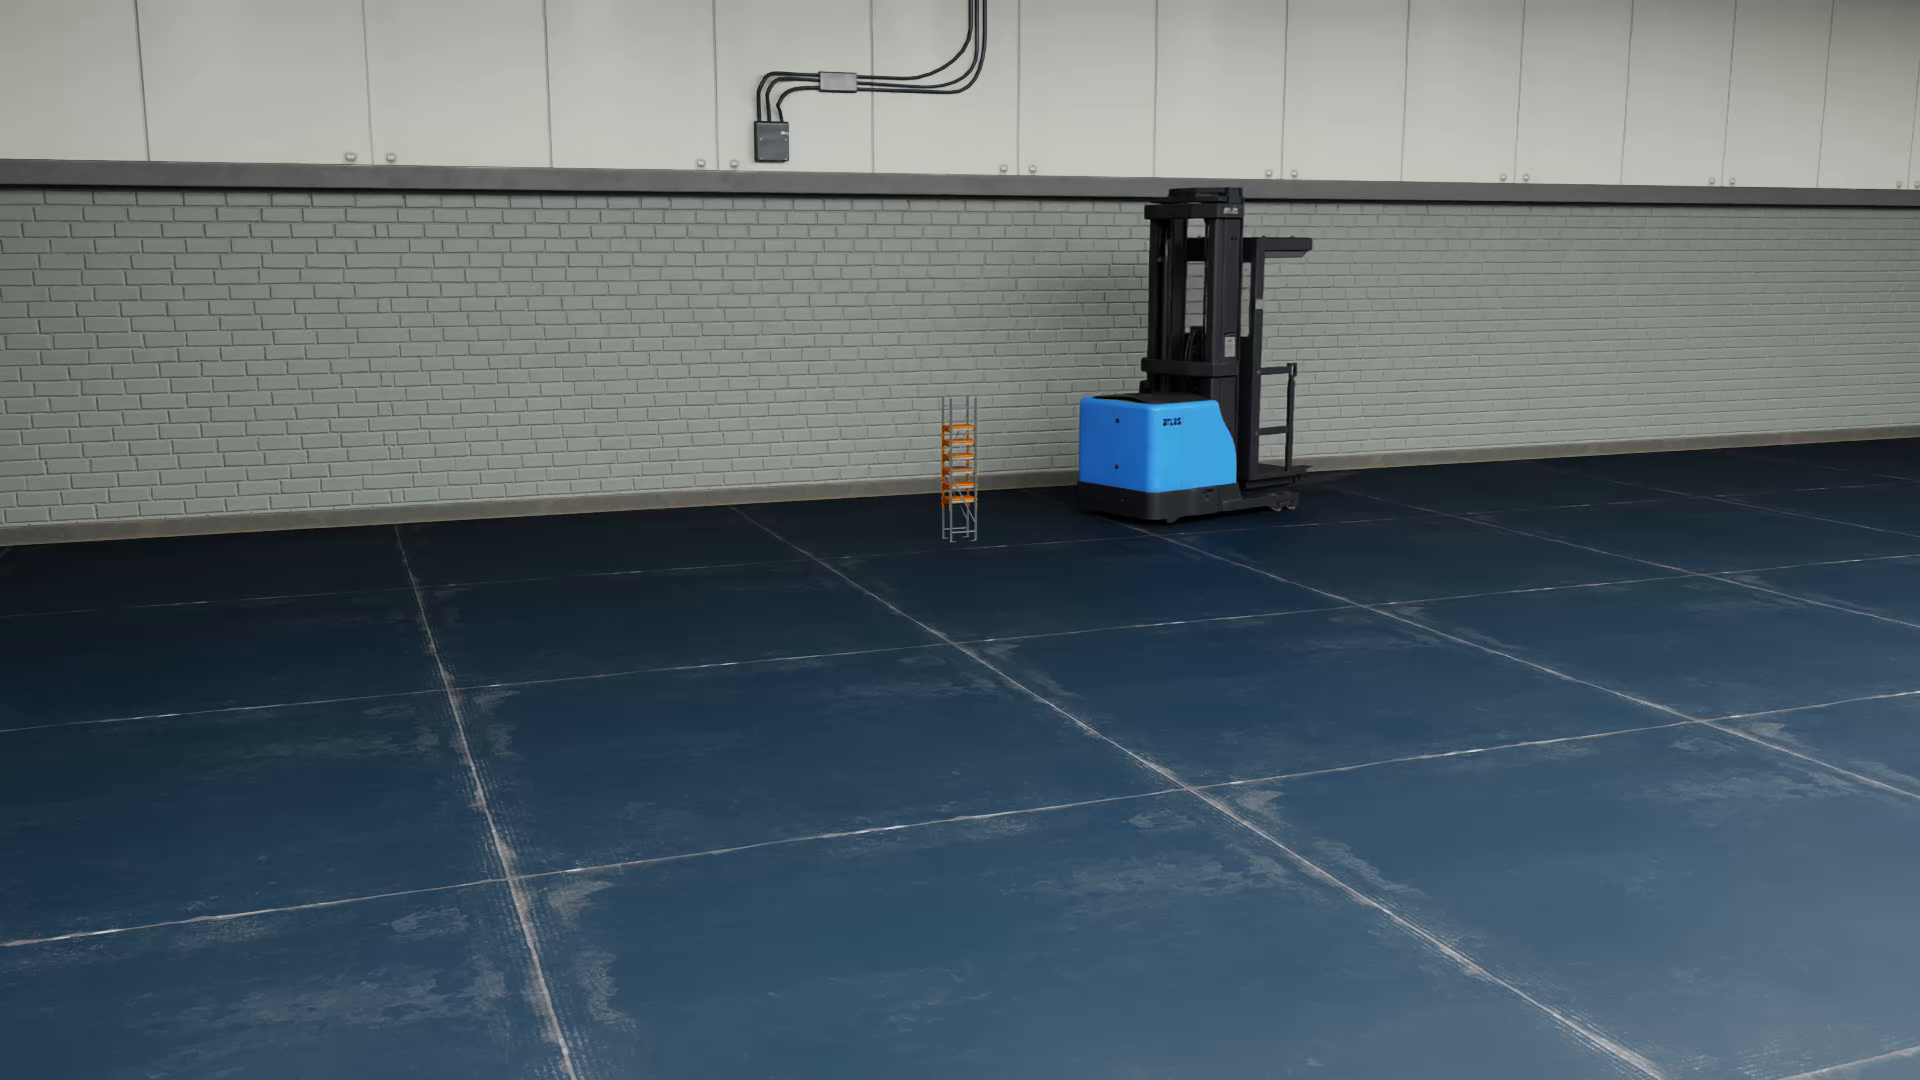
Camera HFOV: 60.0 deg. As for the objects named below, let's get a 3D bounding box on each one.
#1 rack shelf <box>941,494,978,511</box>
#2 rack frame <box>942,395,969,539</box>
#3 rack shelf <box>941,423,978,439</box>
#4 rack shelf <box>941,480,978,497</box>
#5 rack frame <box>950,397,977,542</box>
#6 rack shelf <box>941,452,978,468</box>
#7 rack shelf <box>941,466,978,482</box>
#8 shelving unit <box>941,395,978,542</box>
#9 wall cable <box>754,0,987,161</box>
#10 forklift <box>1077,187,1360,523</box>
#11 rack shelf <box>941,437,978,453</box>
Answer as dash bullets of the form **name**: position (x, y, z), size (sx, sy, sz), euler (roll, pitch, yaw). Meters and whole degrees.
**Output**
- **rack shelf**: position (-0.005, -0.313, 13.878), size (0.258, 0.103, 0.180), euler (-4, 11, -21)
- **rack frame**: position (-0.038, -0.608, 13.912), size (0.240, 1.200, 0.006), euler (-4, 11, -21)
- **rack shelf**: position (-0.005, -0.904, 13.773), size (0.258, 0.103, 0.180), euler (-4, 11, -21)
- **rack shelf**: position (-0.005, -0.431, 13.857), size (0.258, 0.103, 0.180), euler (-4, 11, -21)
- **rack frame**: position (0.028, -0.578, 13.744), size (0.240, 1.200, 0.006), euler (-4, 11, -21)
- **rack shelf**: position (-0.005, -0.667, 13.815), size (0.258, 0.103, 0.180), euler (-4, 11, -21)
- **rack shelf**: position (-0.005, -0.549, 13.836), size (0.258, 0.103, 0.180), euler (-4, 11, -21)
- **shelving unit**: position (-0.005, -0.593, 13.828), size (0.258, 1.200, 0.189), euler (-4, 11, -21)
- **wall cable**: position (-0.801, -6.526, 15.203), size (2.305, 6.003, 0.169), euler (-4, 11, -21)
- **forklift**: position (2.545, -1.772, 15.514), size (3.031, 2.935, 1.130), euler (-8, 13, -37)
- **rack shelf**: position (-0.005, -0.786, 13.794), size (0.258, 0.103, 0.180), euler (-4, 11, -21)
